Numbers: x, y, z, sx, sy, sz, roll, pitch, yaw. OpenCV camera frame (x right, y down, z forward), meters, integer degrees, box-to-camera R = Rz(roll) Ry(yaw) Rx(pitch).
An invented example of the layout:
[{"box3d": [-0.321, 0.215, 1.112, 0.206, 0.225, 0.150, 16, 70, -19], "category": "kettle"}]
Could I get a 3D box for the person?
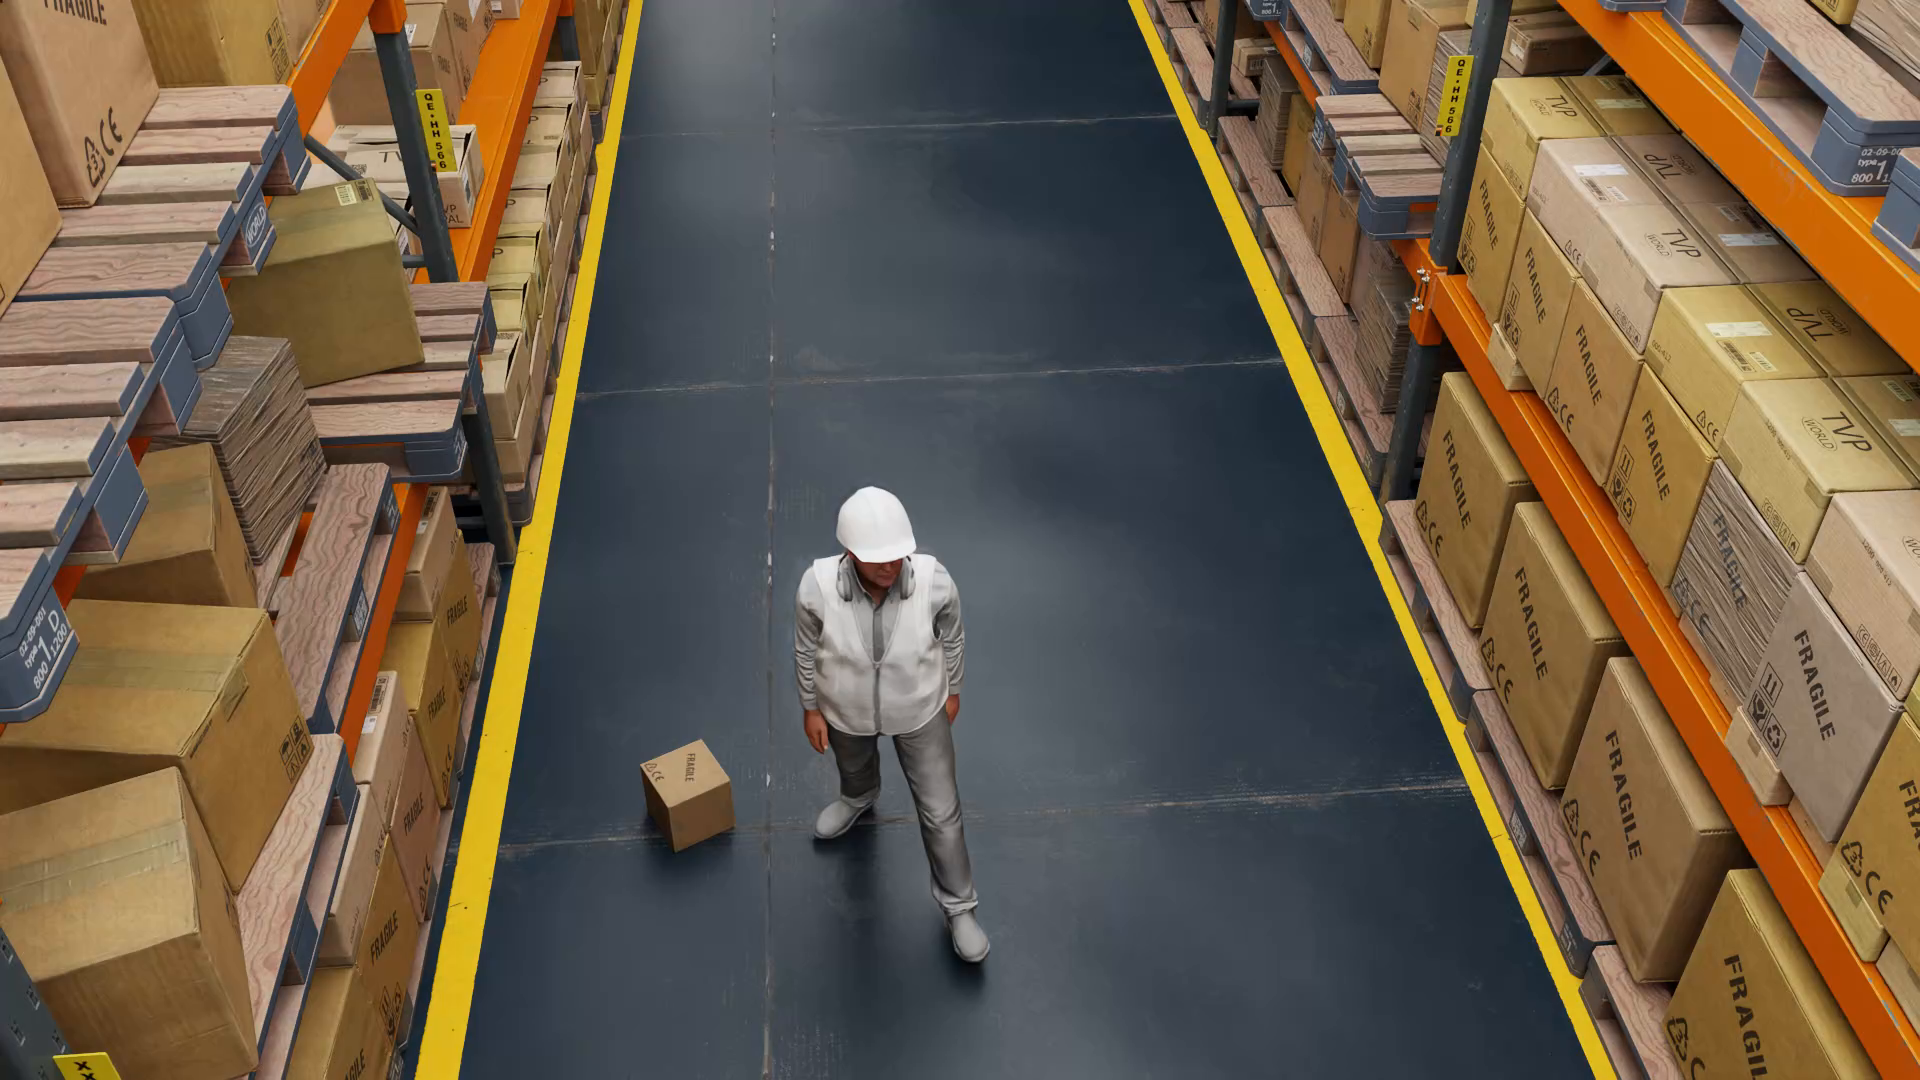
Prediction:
[{"box3d": [-0.219, 0.551, 5.434, 0.647, 1.730, 0.860, 0, 39, 0], "category": "person"}]
